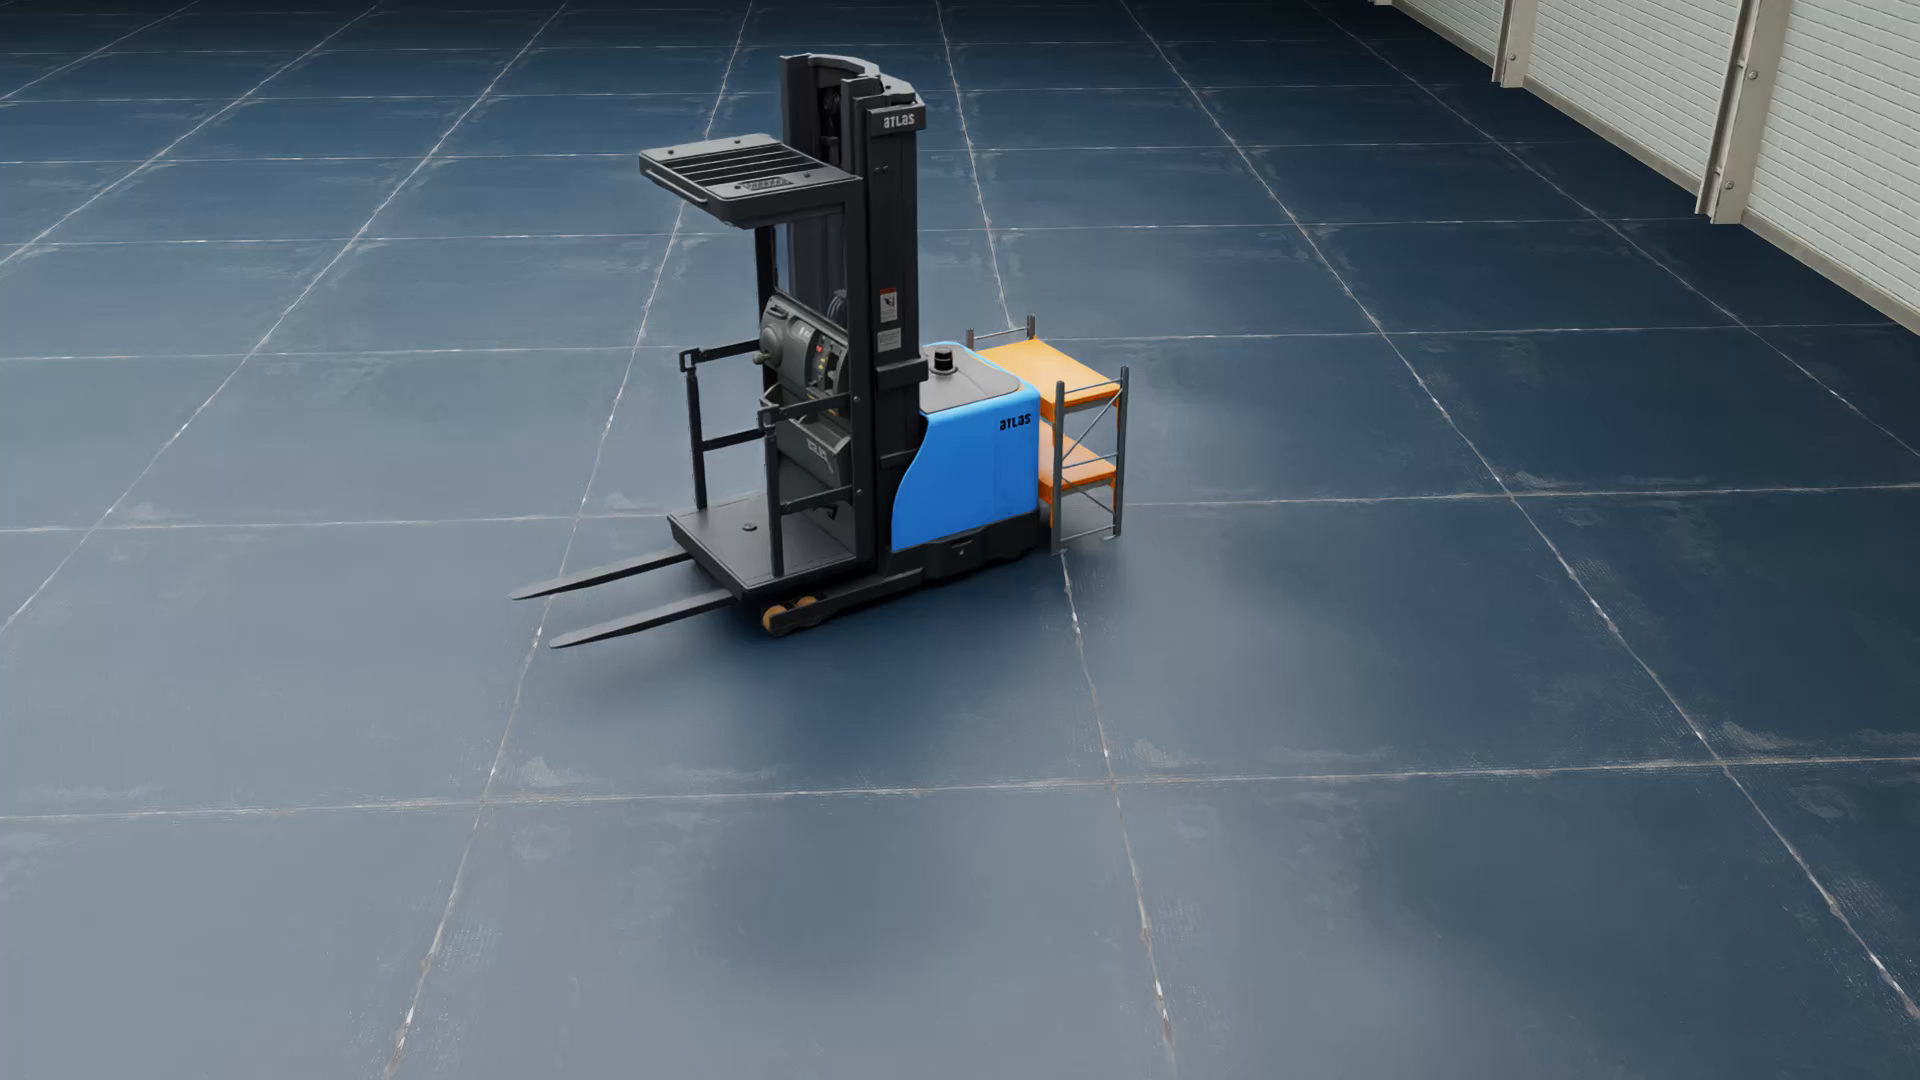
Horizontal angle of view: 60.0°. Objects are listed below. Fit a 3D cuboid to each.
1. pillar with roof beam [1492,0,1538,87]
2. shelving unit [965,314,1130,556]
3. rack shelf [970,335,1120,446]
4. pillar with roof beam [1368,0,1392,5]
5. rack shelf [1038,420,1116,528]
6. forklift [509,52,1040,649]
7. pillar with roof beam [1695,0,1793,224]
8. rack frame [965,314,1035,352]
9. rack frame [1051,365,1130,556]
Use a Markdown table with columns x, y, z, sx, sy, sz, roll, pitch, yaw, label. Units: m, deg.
| x | y | z | sx | sy | sz | roll | pitch | yaw | label |
| --- | --- | --- | --- | --- | --- | --- | --- | --- | --- |
| 2.829 | -9.816 | 19.340 | 9.100 | 9.000 | 0.400 | -1 | 28 | -3 | pillar with roof beam |
| 0.515 | -0.671 | 10.320 | 0.538 | 1.125 | 1.048 | -15 | 31 | -27 | shelving unit |
| 0.515 | -0.931 | 10.185 | 0.538 | 0.278 | 1.000 | -15 | 31 | -27 | rack shelf |
| 2.516 | -12.587 | 24.652 | 9.100 | 9.000 | 0.400 | -1 | 28 | -3 | pillar with roof beam |
| 0.515 | -0.454 | 10.433 | 0.538 | 0.278 | 1.000 | -15 | 31 | -27 | rack shelf |
| -1.038 | -1.045 | 9.084 | 3.031 | 2.935 | 1.130 | -16 | 32 | -29 | forklift |
| 3.142 | -7.045 | 14.027 | 9.100 | 9.000 | 0.400 | -1 | 28 | -3 | pillar with roof beam |
| 0.256 | -0.873 | 10.708 | 0.500 | 1.125 | 0.032 | -15 | 31 | -27 | rack frame |
| 0.775 | -0.469 | 9.933 | 0.500 | 1.125 | 0.032 | -15 | 31 | -27 | rack frame |
